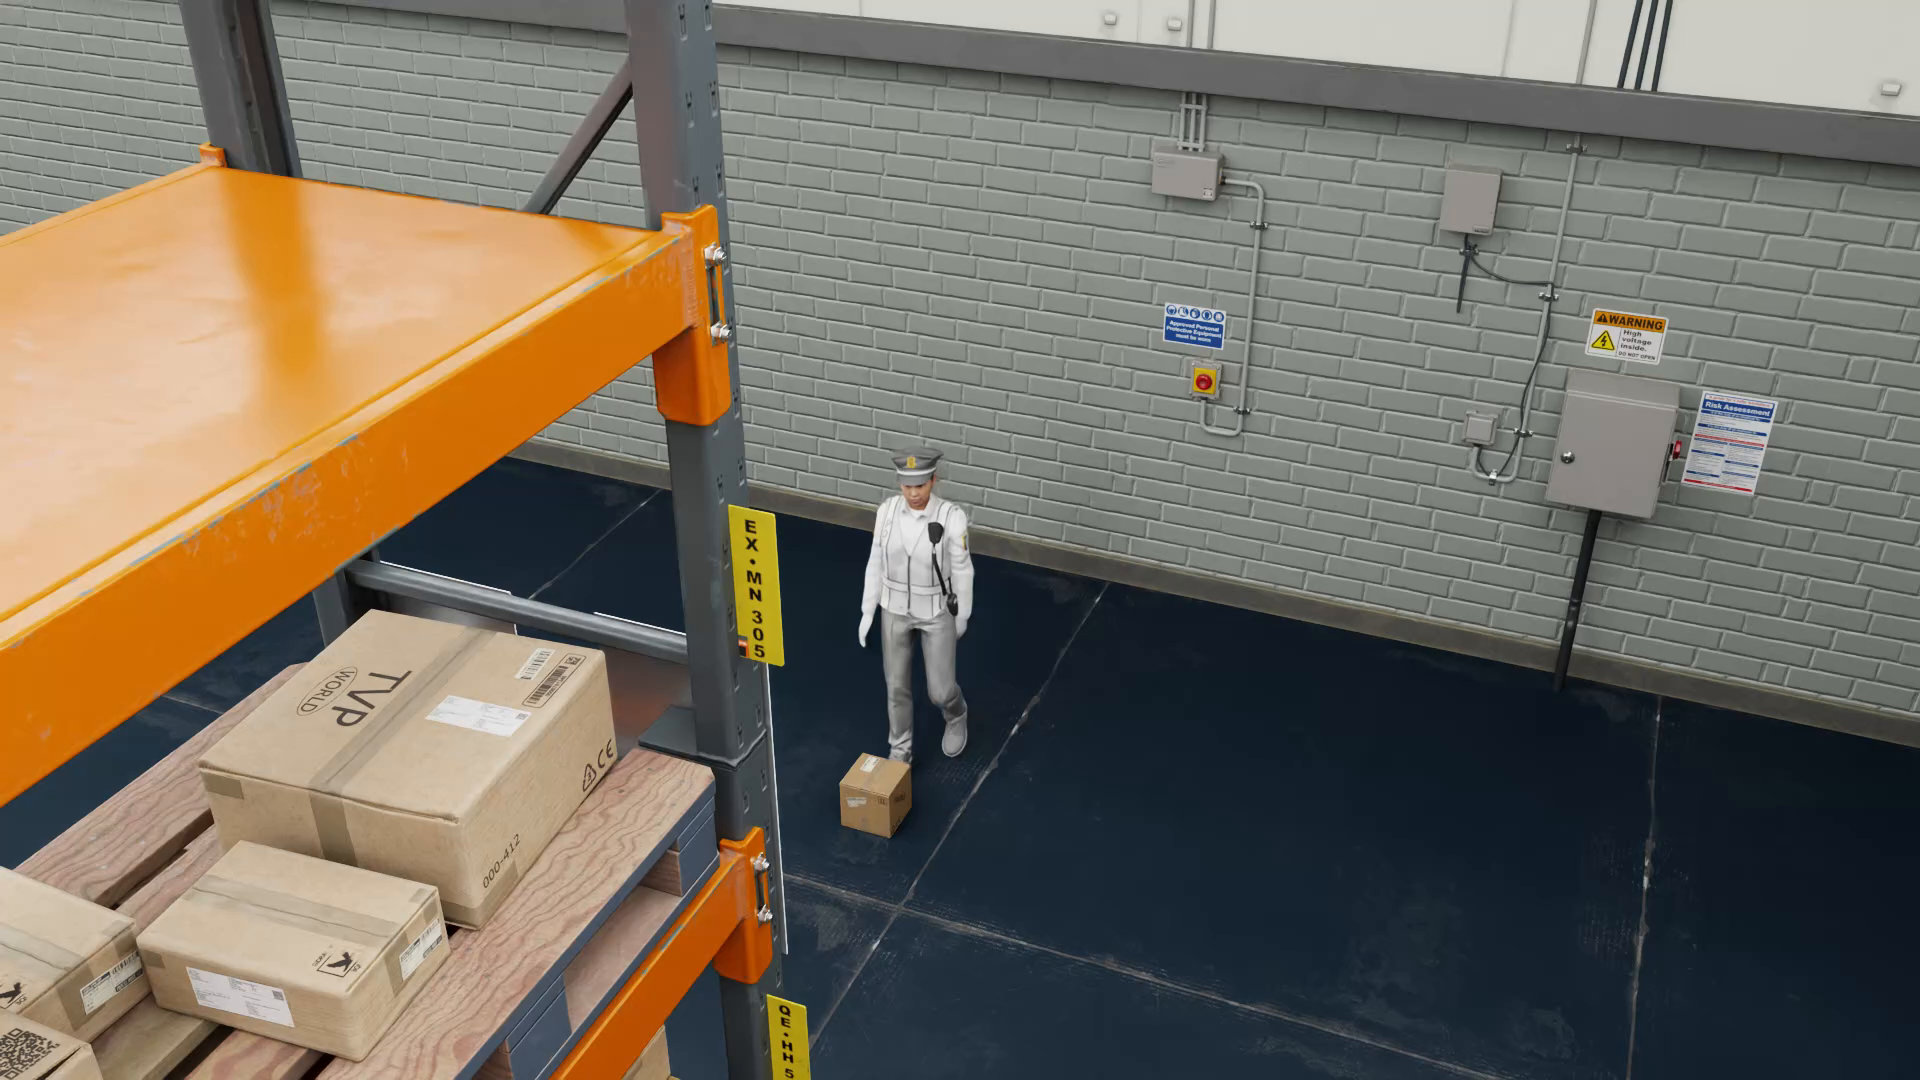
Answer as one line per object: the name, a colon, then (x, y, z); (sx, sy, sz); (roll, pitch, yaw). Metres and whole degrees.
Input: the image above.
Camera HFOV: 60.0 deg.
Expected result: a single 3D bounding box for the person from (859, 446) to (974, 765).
person: (-0.204, 0.349, 7.720); (0.502, 1.672, 0.554); (9, 31, 15)
